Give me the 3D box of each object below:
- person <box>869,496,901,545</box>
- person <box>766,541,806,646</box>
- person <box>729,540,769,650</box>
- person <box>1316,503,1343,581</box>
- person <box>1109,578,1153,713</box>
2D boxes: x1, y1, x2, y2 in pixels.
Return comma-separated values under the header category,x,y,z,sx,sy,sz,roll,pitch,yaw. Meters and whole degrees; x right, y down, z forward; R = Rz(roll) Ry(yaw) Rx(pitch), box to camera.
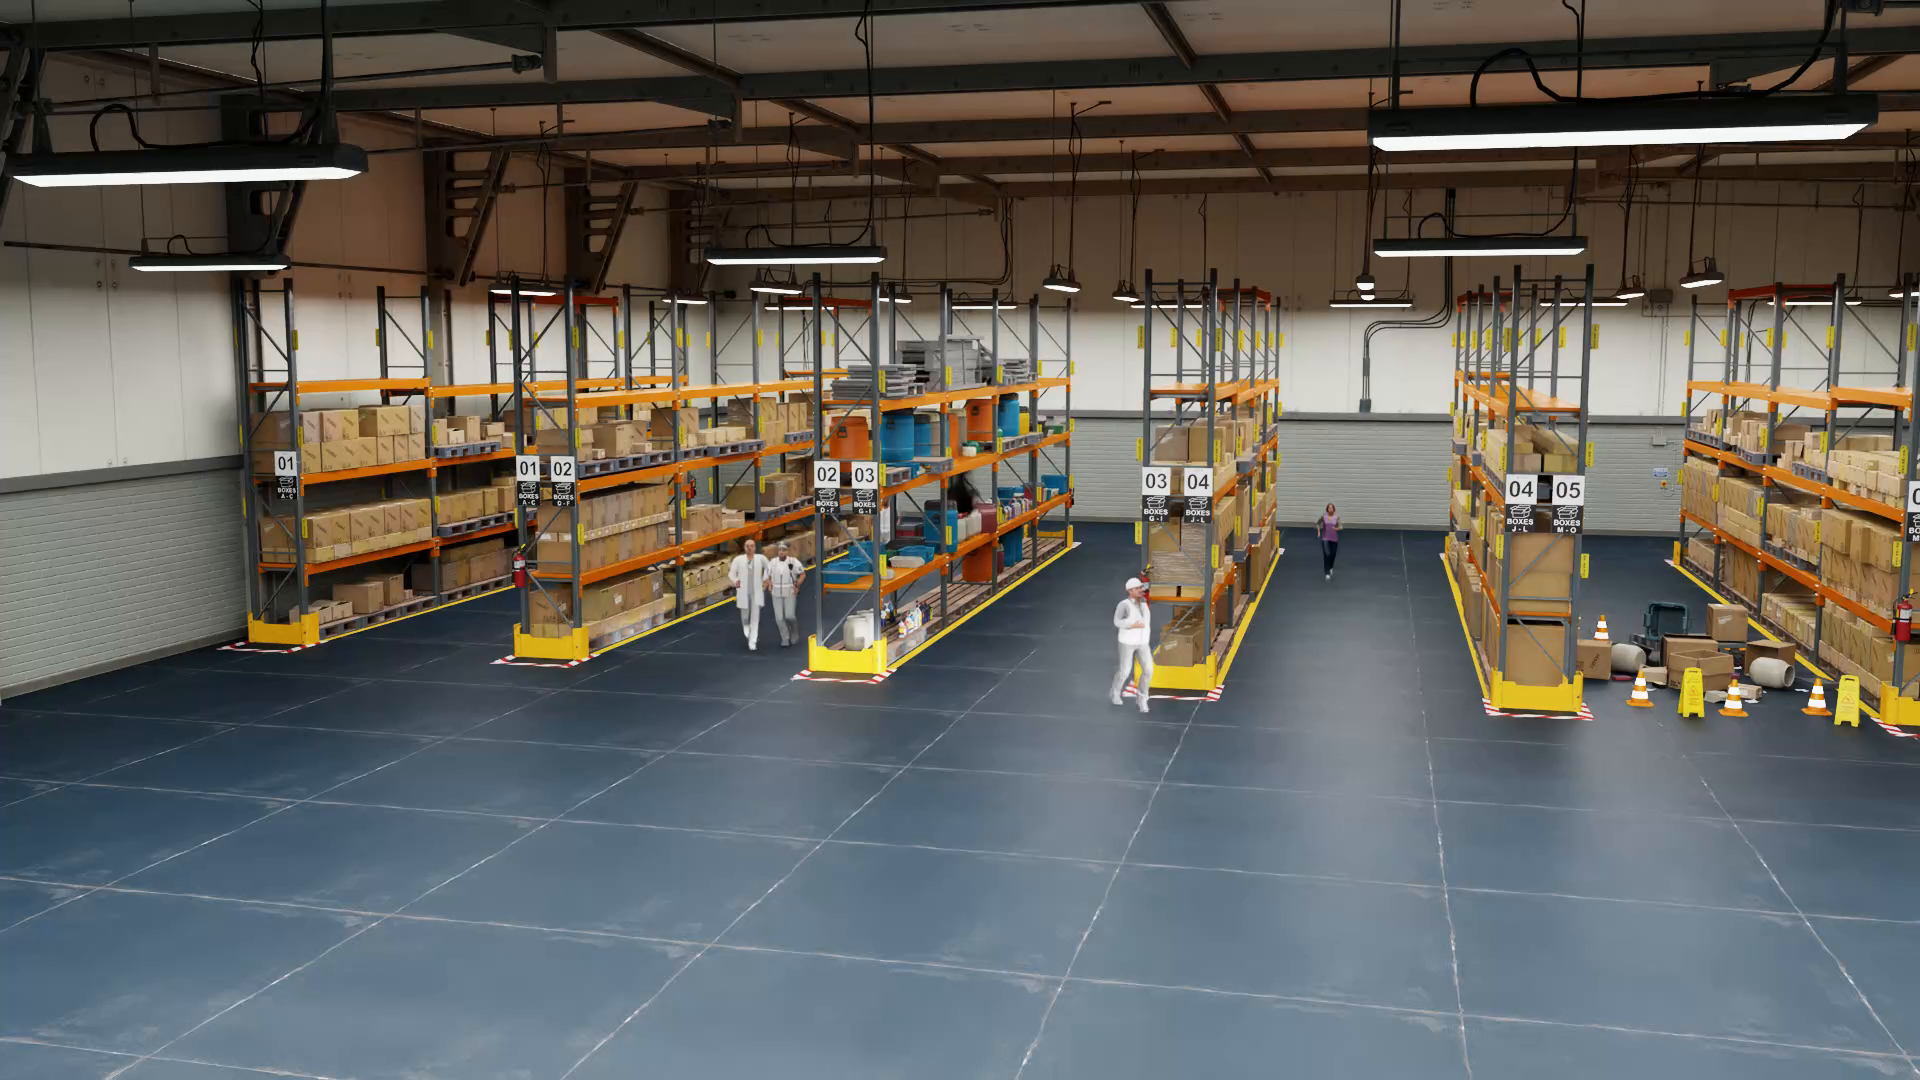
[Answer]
category,x,y,z,sx,sy,sz,roll,pitch,yaw
person,-1.615,-0.164,35.927,0.691,1.743,0.734,0,7,1
person,-2.881,0.879,27.174,0.638,1.737,0.560,1,7,7
person,-3.426,0.872,27.235,0.710,1.764,0.920,-1,7,-9
person,7.728,0.021,34.784,0.531,1.594,0.883,1,7,6
person,2.355,1.431,22.592,0.655,1.840,0.688,-4,8,-28
